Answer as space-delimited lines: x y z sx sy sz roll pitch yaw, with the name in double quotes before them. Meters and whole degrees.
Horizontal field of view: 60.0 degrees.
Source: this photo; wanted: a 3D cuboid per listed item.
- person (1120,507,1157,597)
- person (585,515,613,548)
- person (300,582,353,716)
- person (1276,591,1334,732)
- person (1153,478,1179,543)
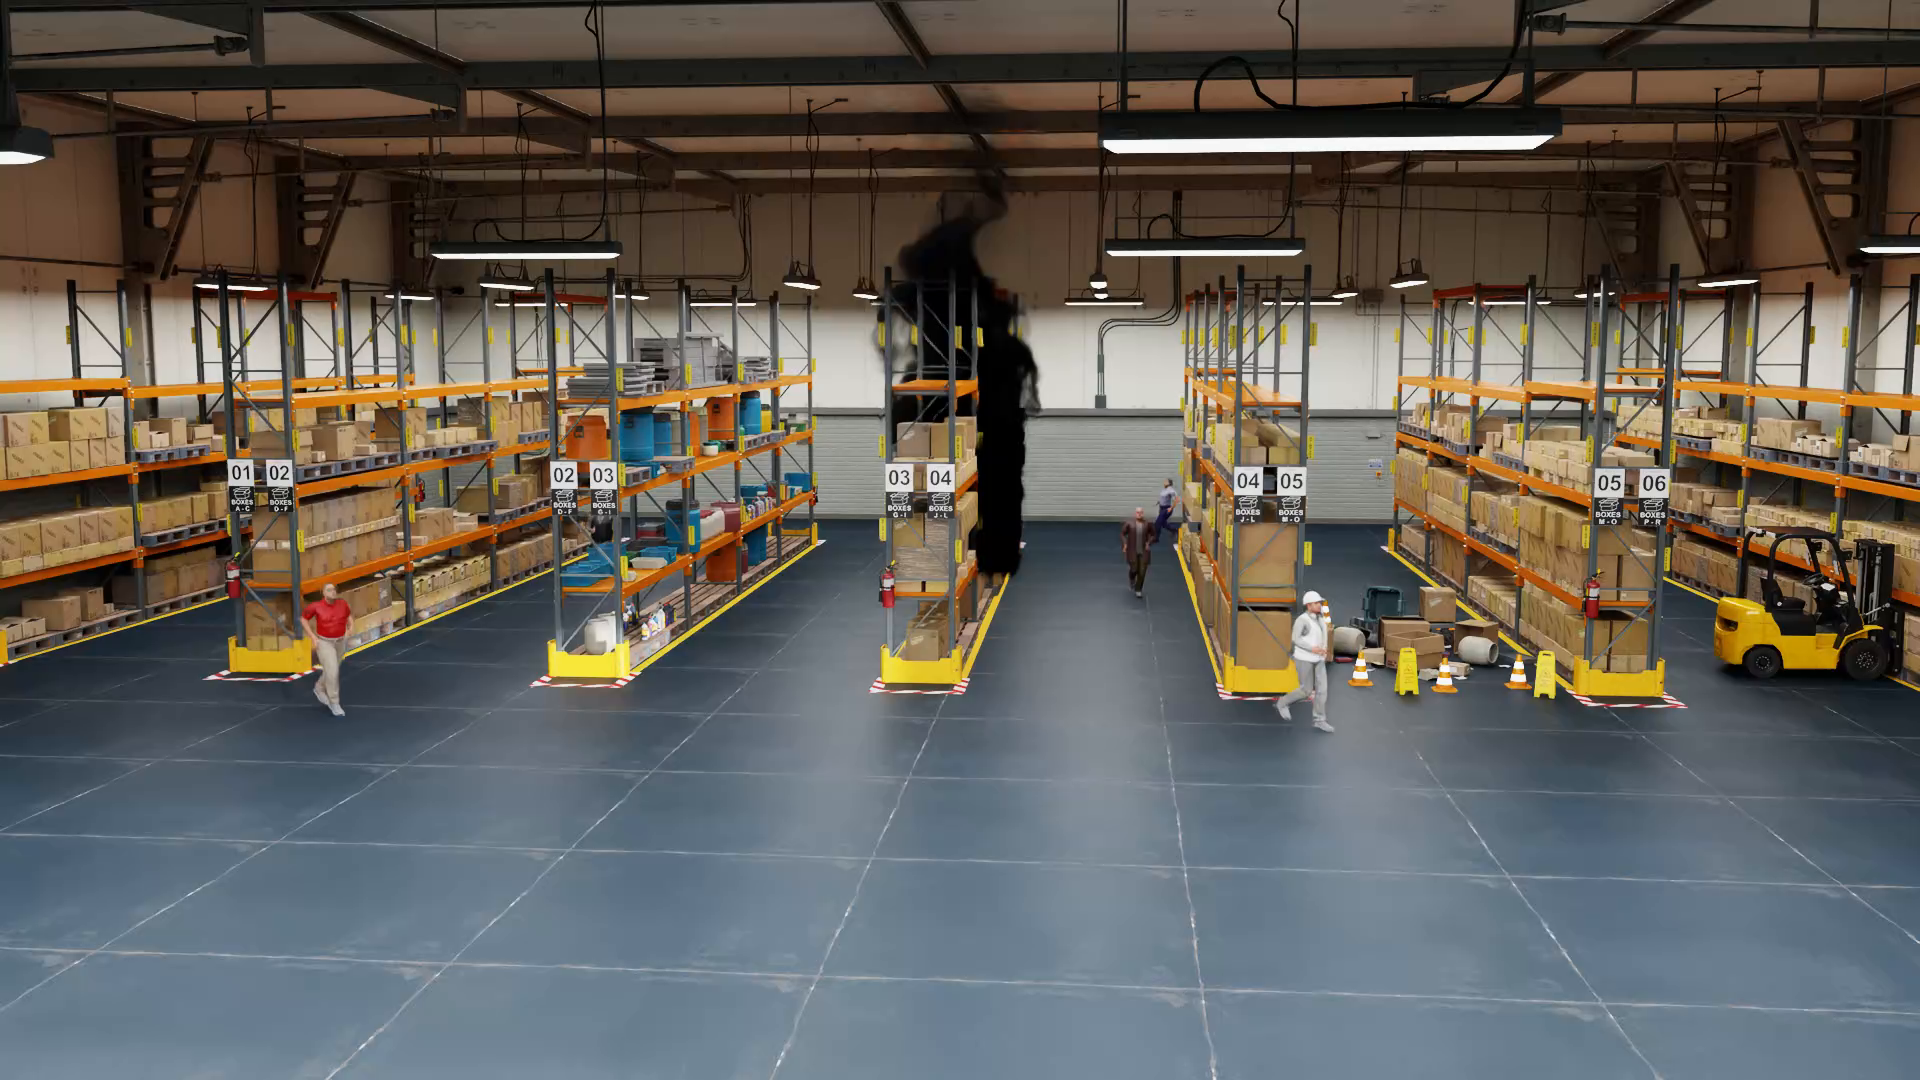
"person" 3.465 0.229 32.305 0.710 1.733 0.637 0 7 1
"person" -7.298 0.046 33.892 0.670 1.697 0.878 0 7 -2
"person" -8.491 1.435 22.390 0.854 1.773 0.655 5 8 35
"person" 4.488 1.537 21.405 0.683 1.781 0.819 -6 9 -42
"person" 5.034 -0.717 40.587 0.872 1.597 0.679 -2 7 -16
